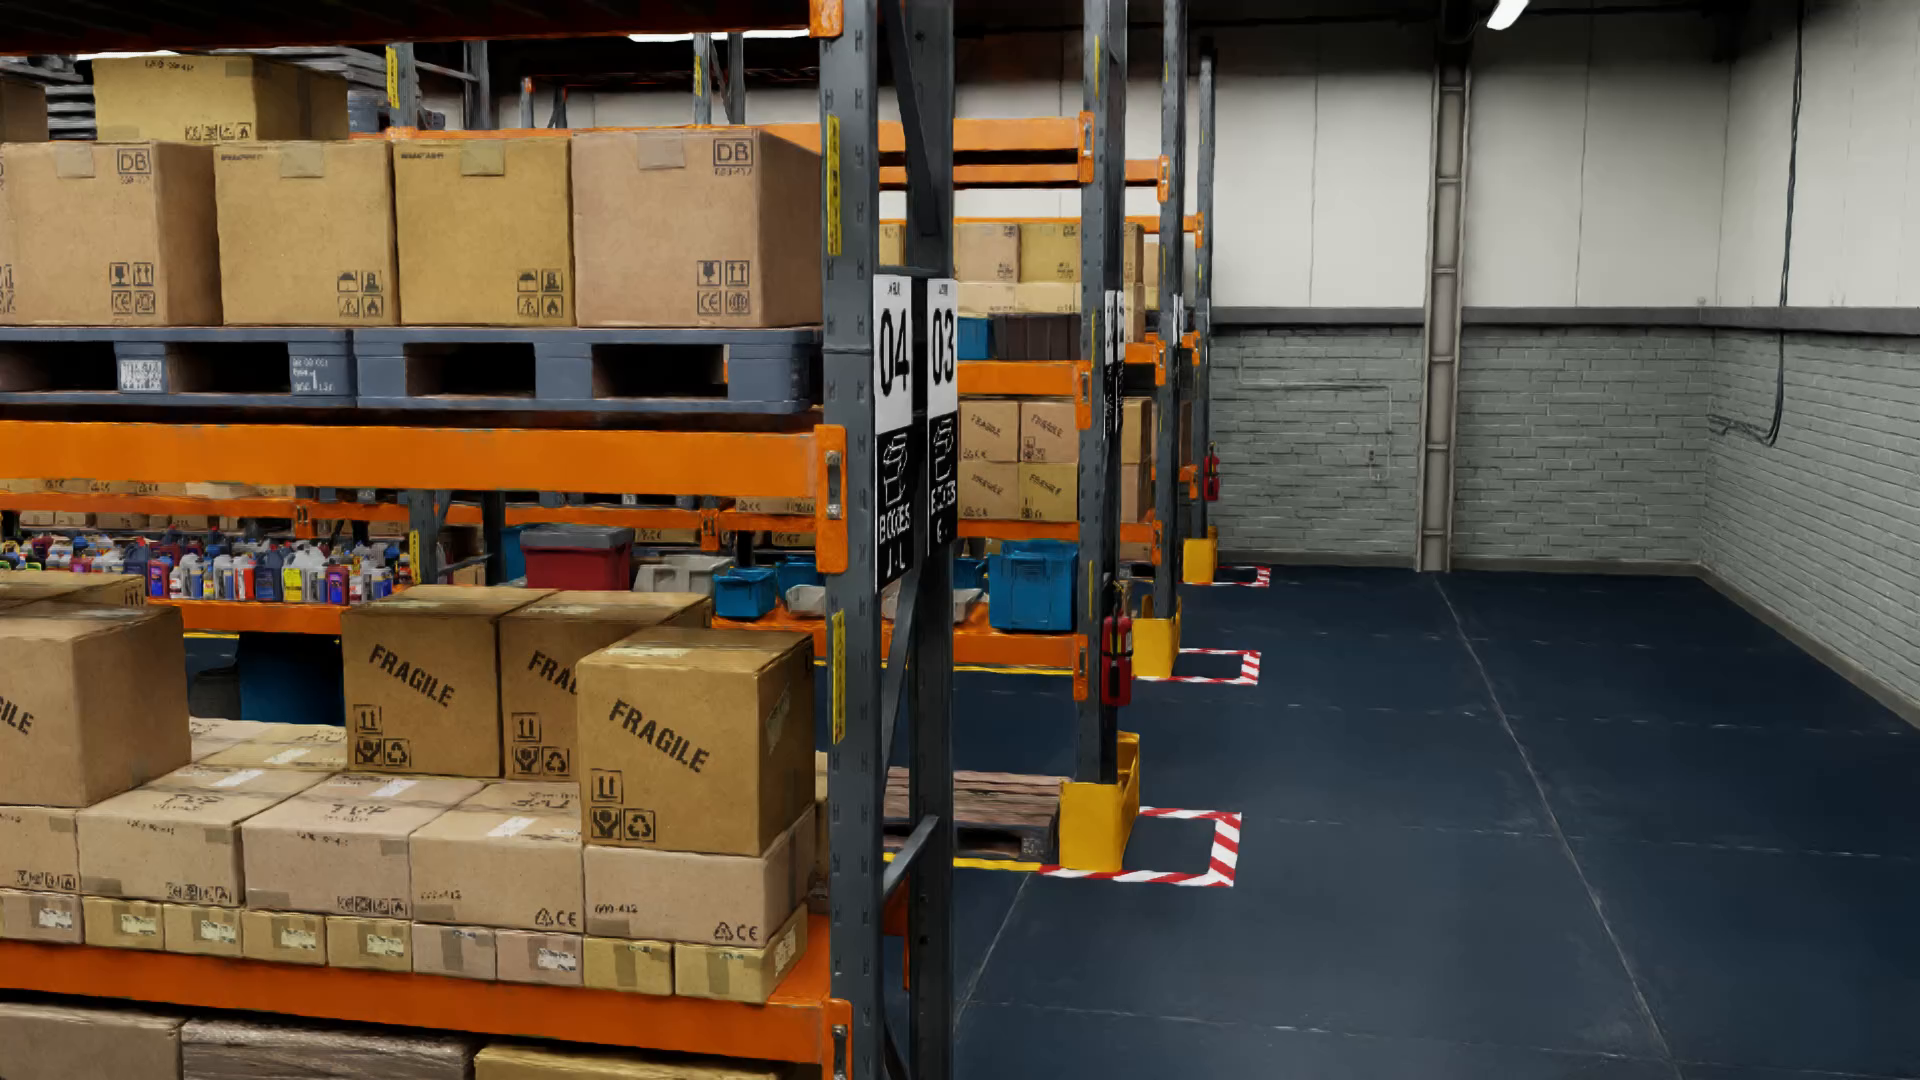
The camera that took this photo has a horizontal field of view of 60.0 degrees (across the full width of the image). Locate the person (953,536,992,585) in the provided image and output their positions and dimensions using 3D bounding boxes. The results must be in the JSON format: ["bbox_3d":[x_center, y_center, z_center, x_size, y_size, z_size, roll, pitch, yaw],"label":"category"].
[{"bbox_3d":[0.056,-0.081,16.654,0.540,1.686,0.430,-1,8,-6],"label":"person"}]
